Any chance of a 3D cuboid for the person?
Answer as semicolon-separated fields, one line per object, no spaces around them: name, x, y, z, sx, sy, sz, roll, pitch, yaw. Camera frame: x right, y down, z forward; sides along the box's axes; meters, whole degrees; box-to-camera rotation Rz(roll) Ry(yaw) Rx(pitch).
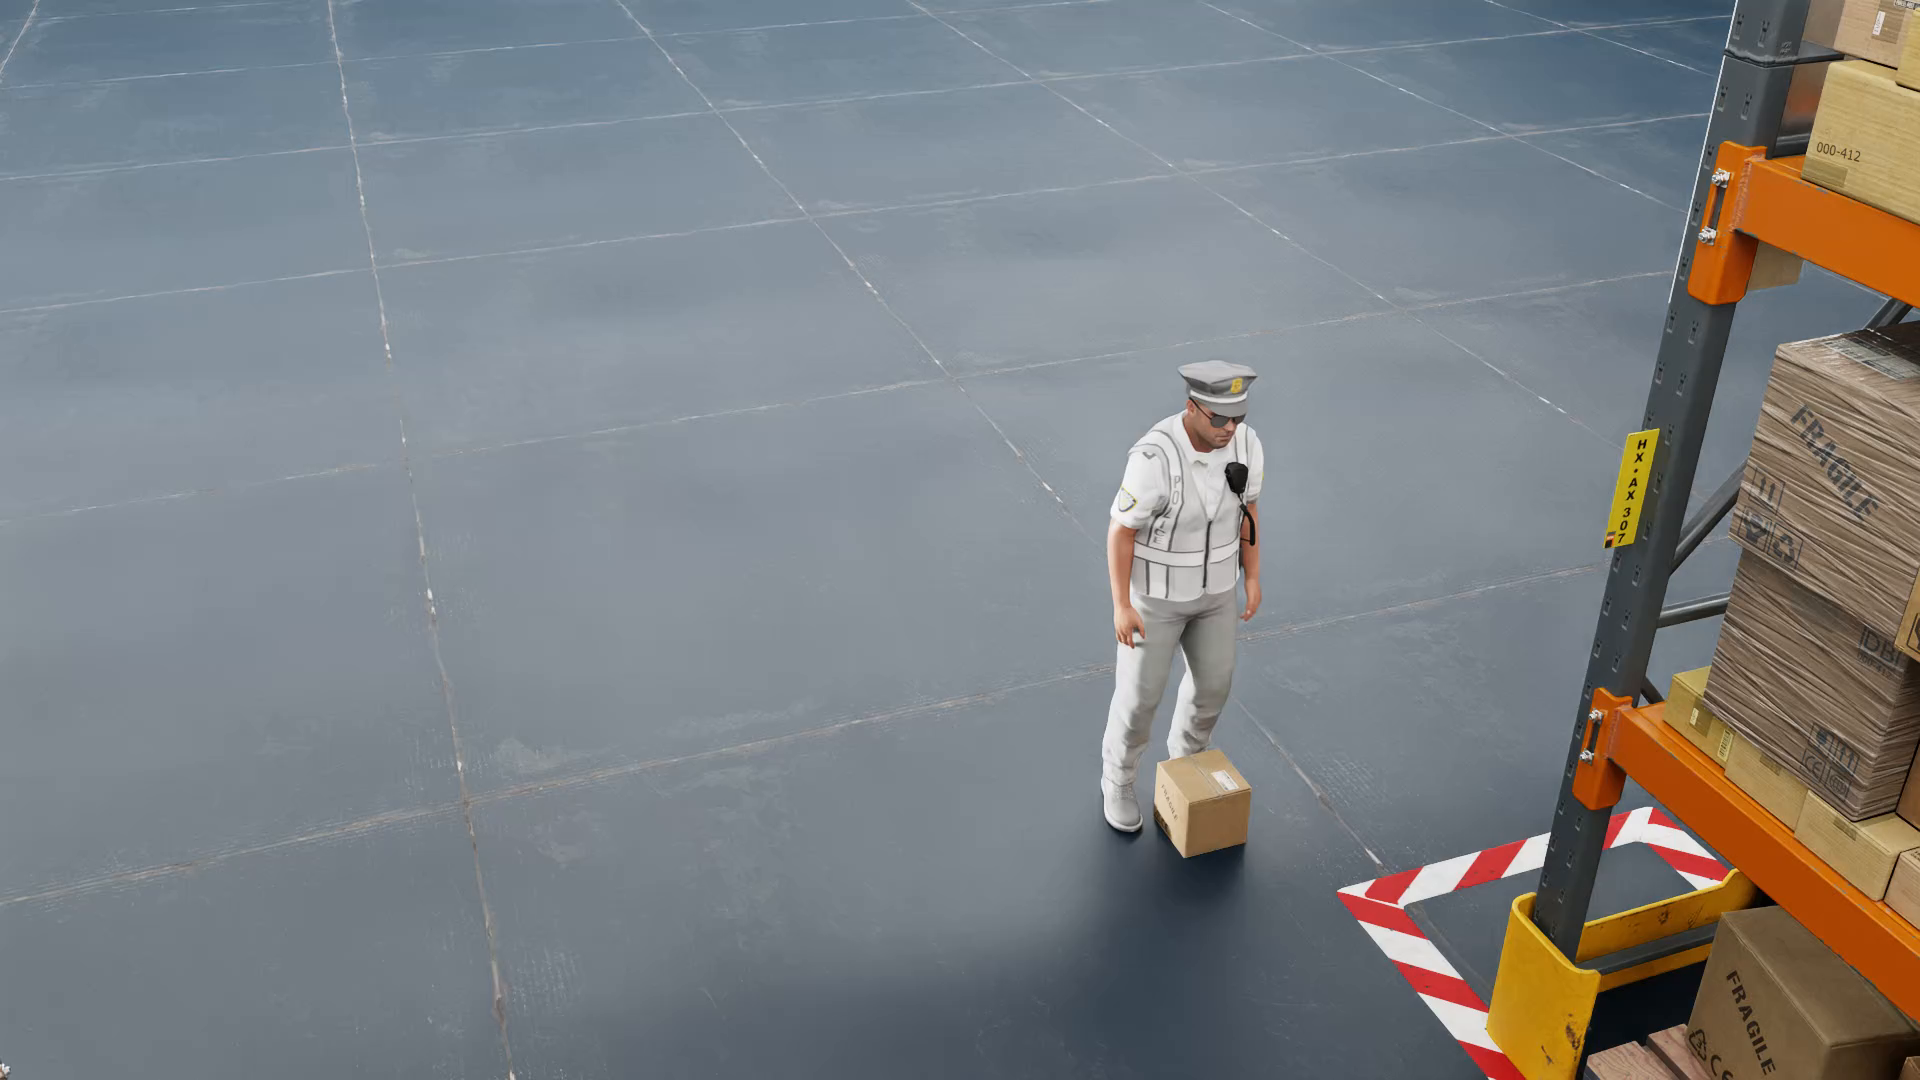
person;0.773;0.164;5.831;0.605;1.749;0.428;-12;32;-20
